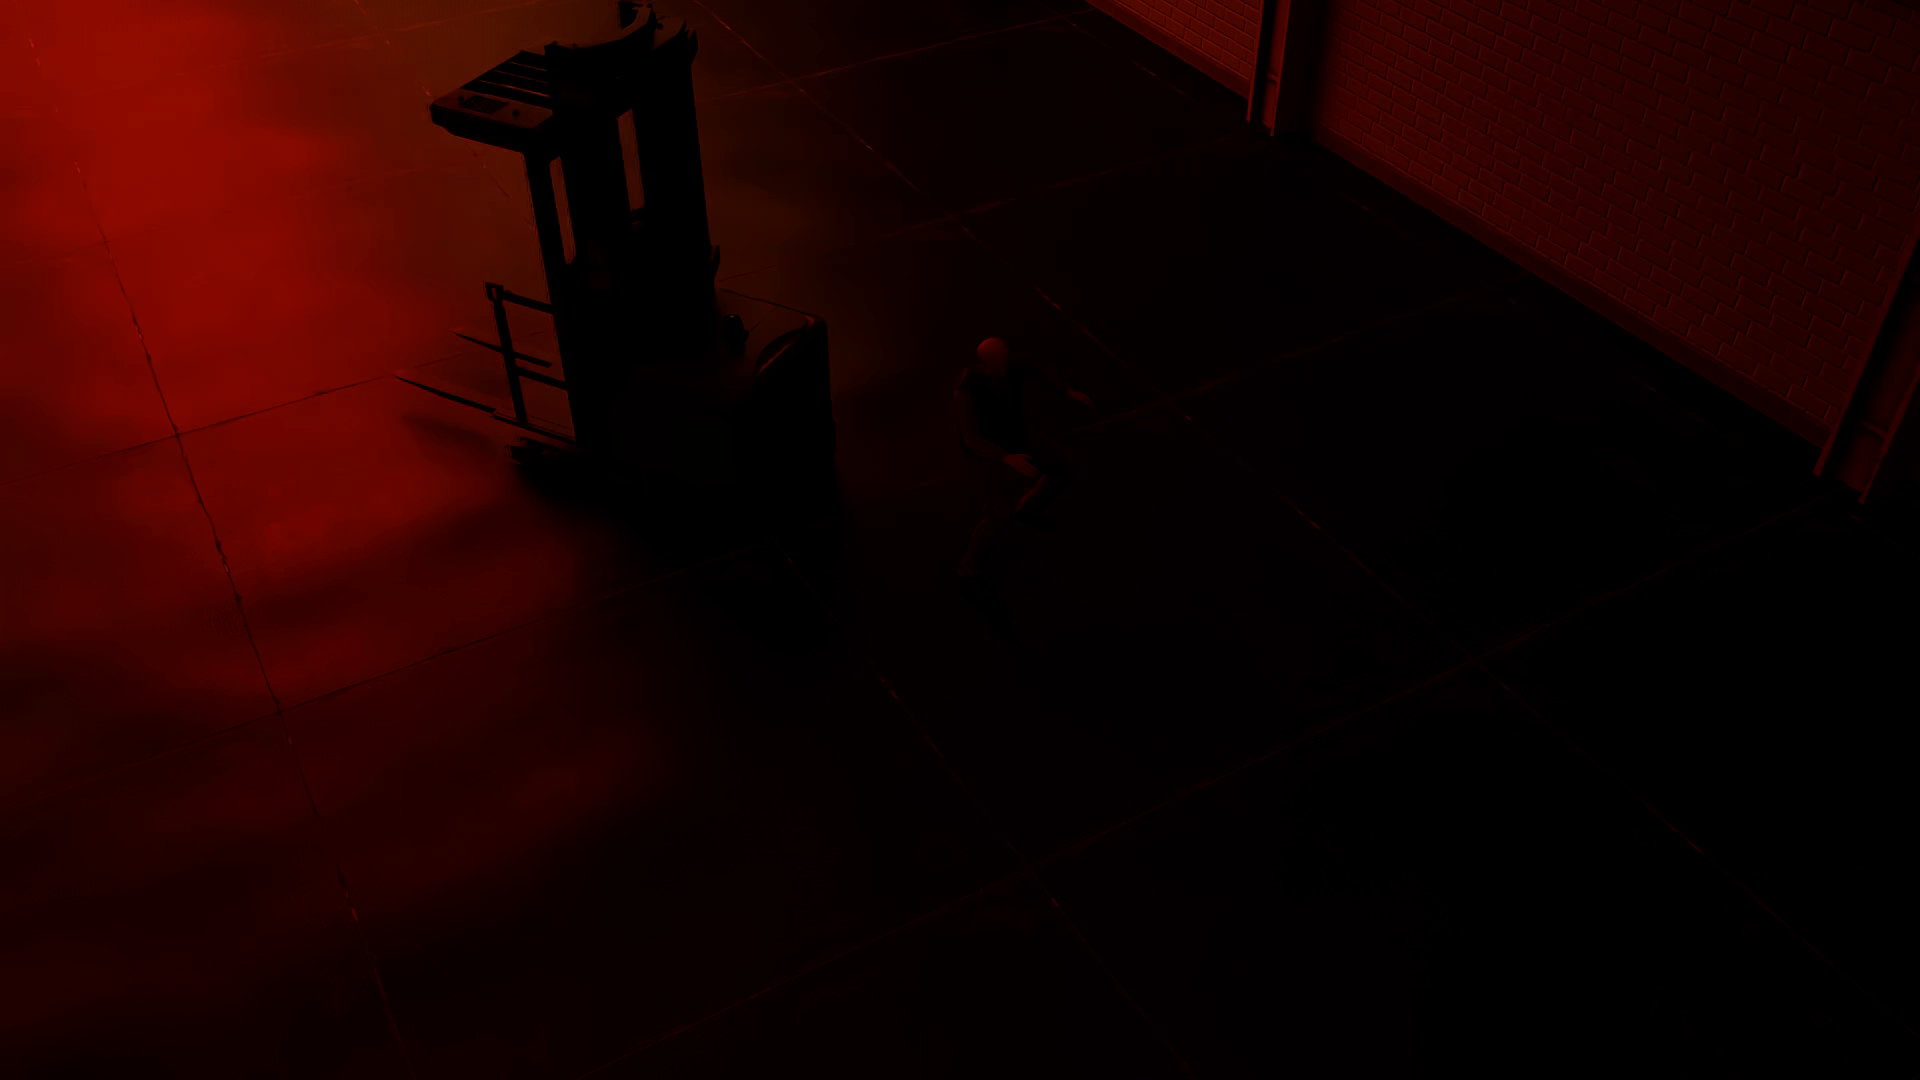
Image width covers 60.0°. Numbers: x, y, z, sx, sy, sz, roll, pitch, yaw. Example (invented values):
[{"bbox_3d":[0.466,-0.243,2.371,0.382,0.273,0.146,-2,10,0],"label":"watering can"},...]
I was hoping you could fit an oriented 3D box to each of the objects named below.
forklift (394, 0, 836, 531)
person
[{"bbox_3d":[-2.364,-1.841,10.256,3.031,2.935,1.130,18,43,20],"label":"forklift"},{"bbox_3d":[0.320,-0.515,9.764,0.770,1.522,0.949,32,49,33],"label":"person"}]
